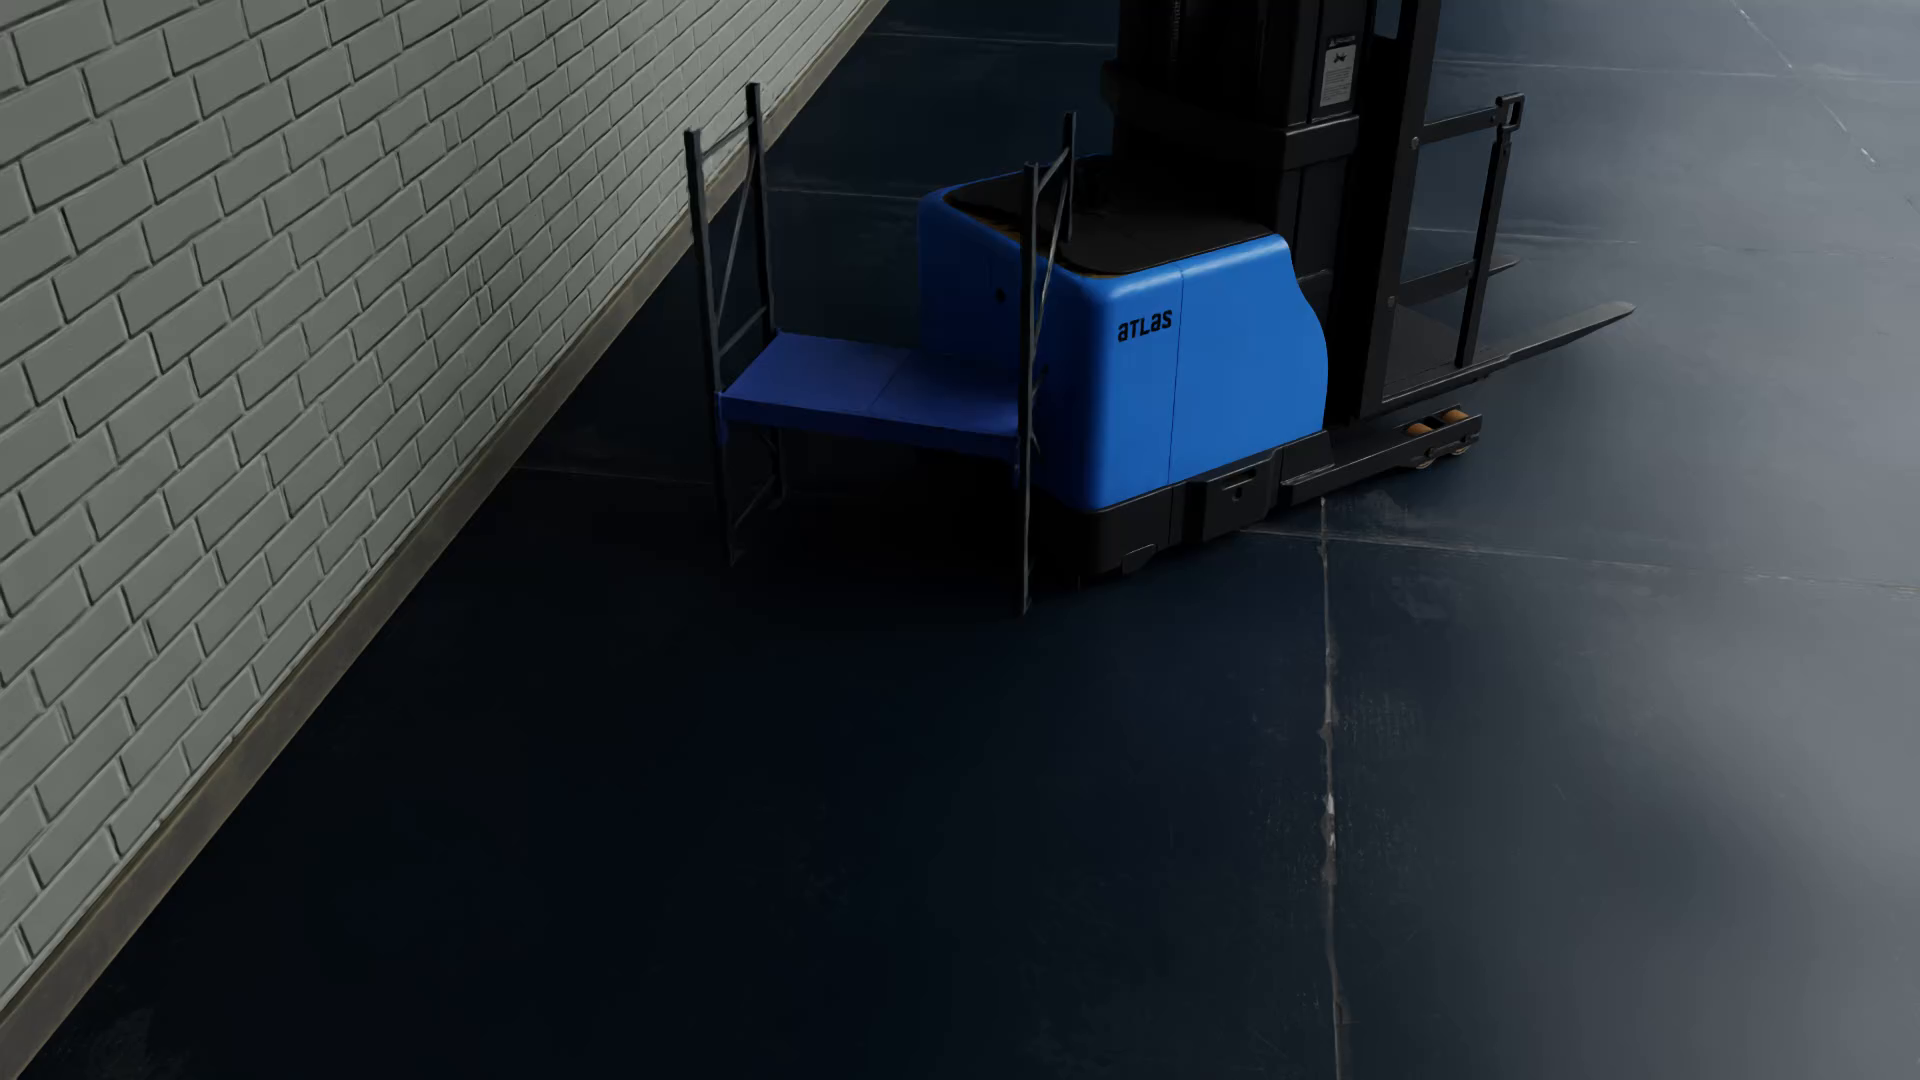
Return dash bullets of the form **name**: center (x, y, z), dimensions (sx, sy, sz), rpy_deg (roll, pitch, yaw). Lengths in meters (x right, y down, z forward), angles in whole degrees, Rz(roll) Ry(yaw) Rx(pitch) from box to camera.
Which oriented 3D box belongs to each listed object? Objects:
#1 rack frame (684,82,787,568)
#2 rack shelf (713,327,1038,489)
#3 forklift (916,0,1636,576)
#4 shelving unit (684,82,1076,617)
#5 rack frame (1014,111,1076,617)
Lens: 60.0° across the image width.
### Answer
- **rack frame**: center (-0.714, -0.671, 5.408), dimensions (0.032, 1.500, 0.500), rpy_deg (9, 33, 14)
- **rack shelf**: center (-0.227, -0.441, 5.380), dimensions (1.000, 0.185, 0.538), rpy_deg (9, 33, 14)
- **forklift**: center (1.351, -1.719, 5.734), dimensions (3.031, 2.935, 1.130), rpy_deg (-19, 37, -28)
- **shelving unit**: center (-0.227, -0.594, 5.284), dimensions (1.048, 1.500, 0.538), rpy_deg (9, 33, 14)
- **rack frame**: center (0.260, -0.516, 5.161), dimensions (0.032, 1.500, 0.500), rpy_deg (9, 33, 14)
